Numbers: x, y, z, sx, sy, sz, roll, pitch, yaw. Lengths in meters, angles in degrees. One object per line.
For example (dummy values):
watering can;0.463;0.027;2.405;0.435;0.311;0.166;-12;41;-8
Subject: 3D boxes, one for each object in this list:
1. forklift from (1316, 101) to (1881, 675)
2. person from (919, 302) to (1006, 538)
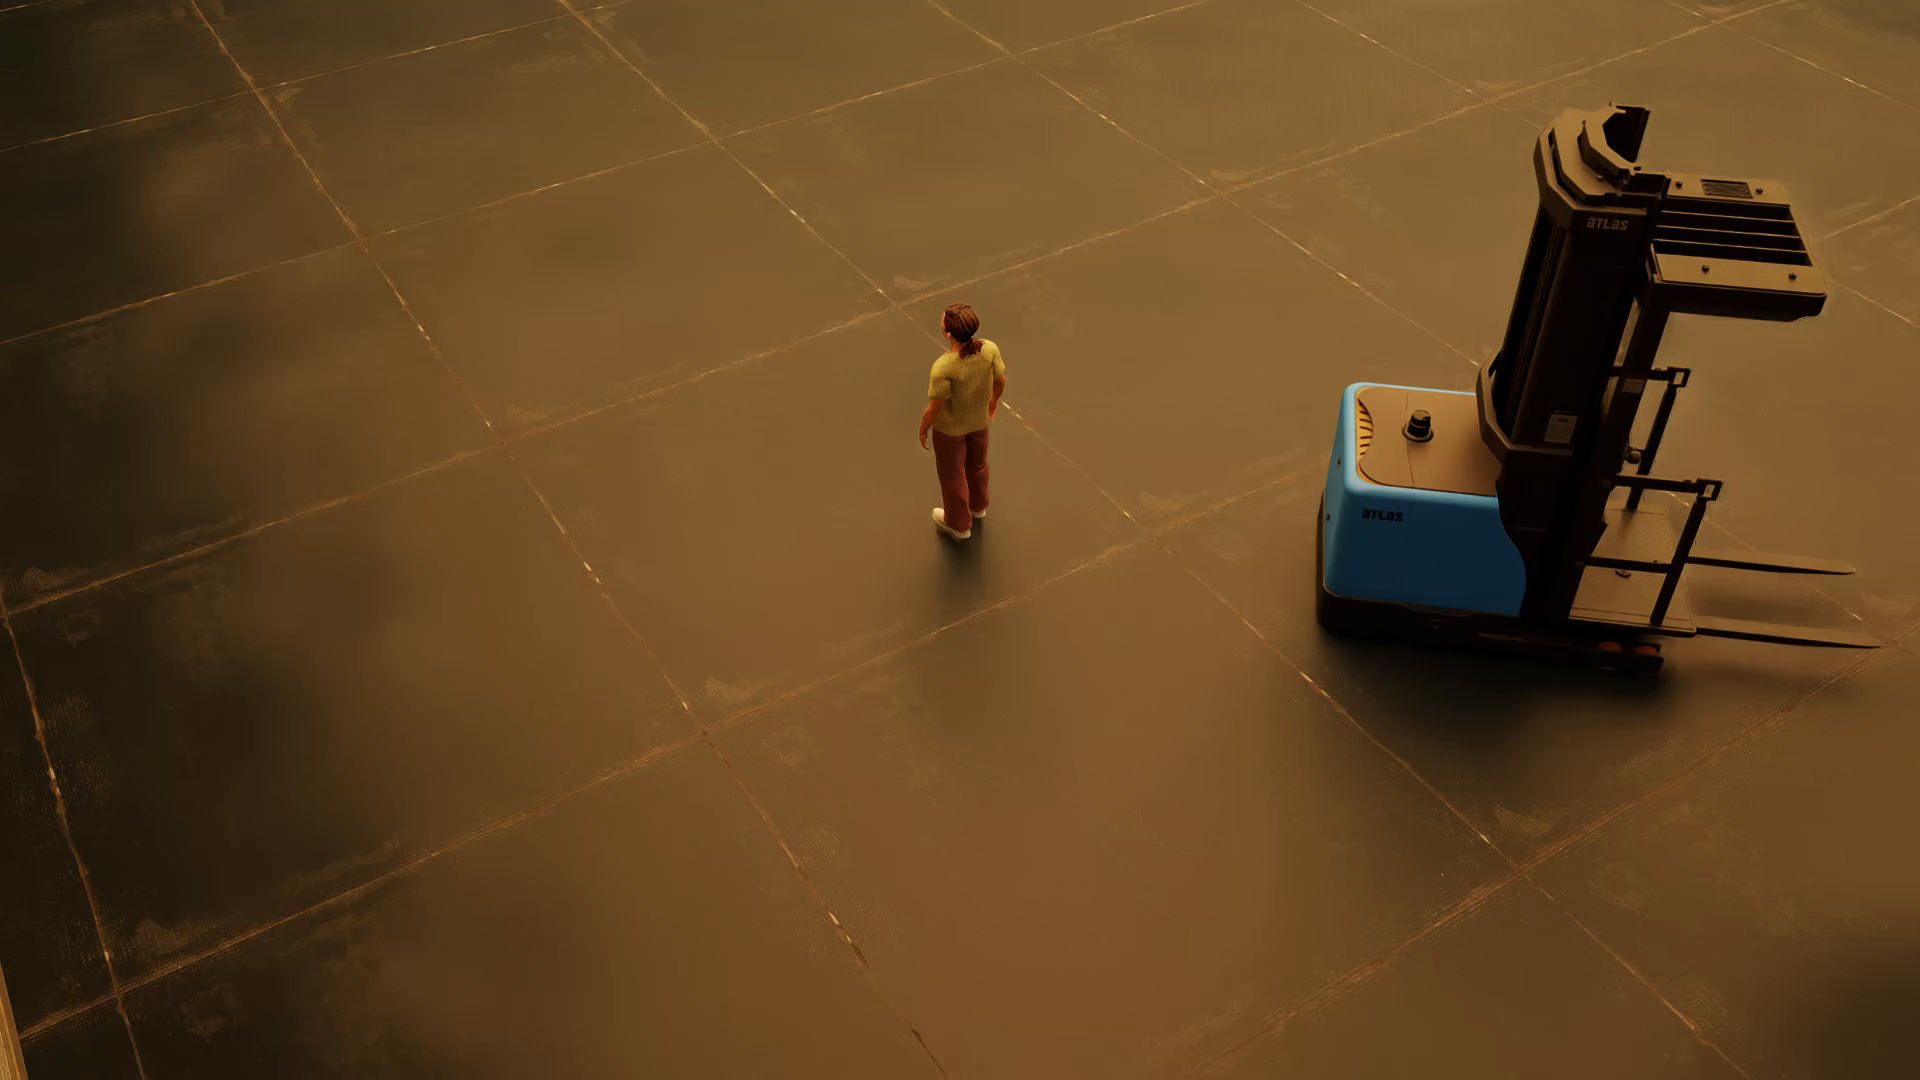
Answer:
forklift;3.602;-0.735;8.712;3.031;2.935;1.130;6;42;7
person;-0.031;-0.712;9.567;0.554;1.673;0.547;-23;46;-24
